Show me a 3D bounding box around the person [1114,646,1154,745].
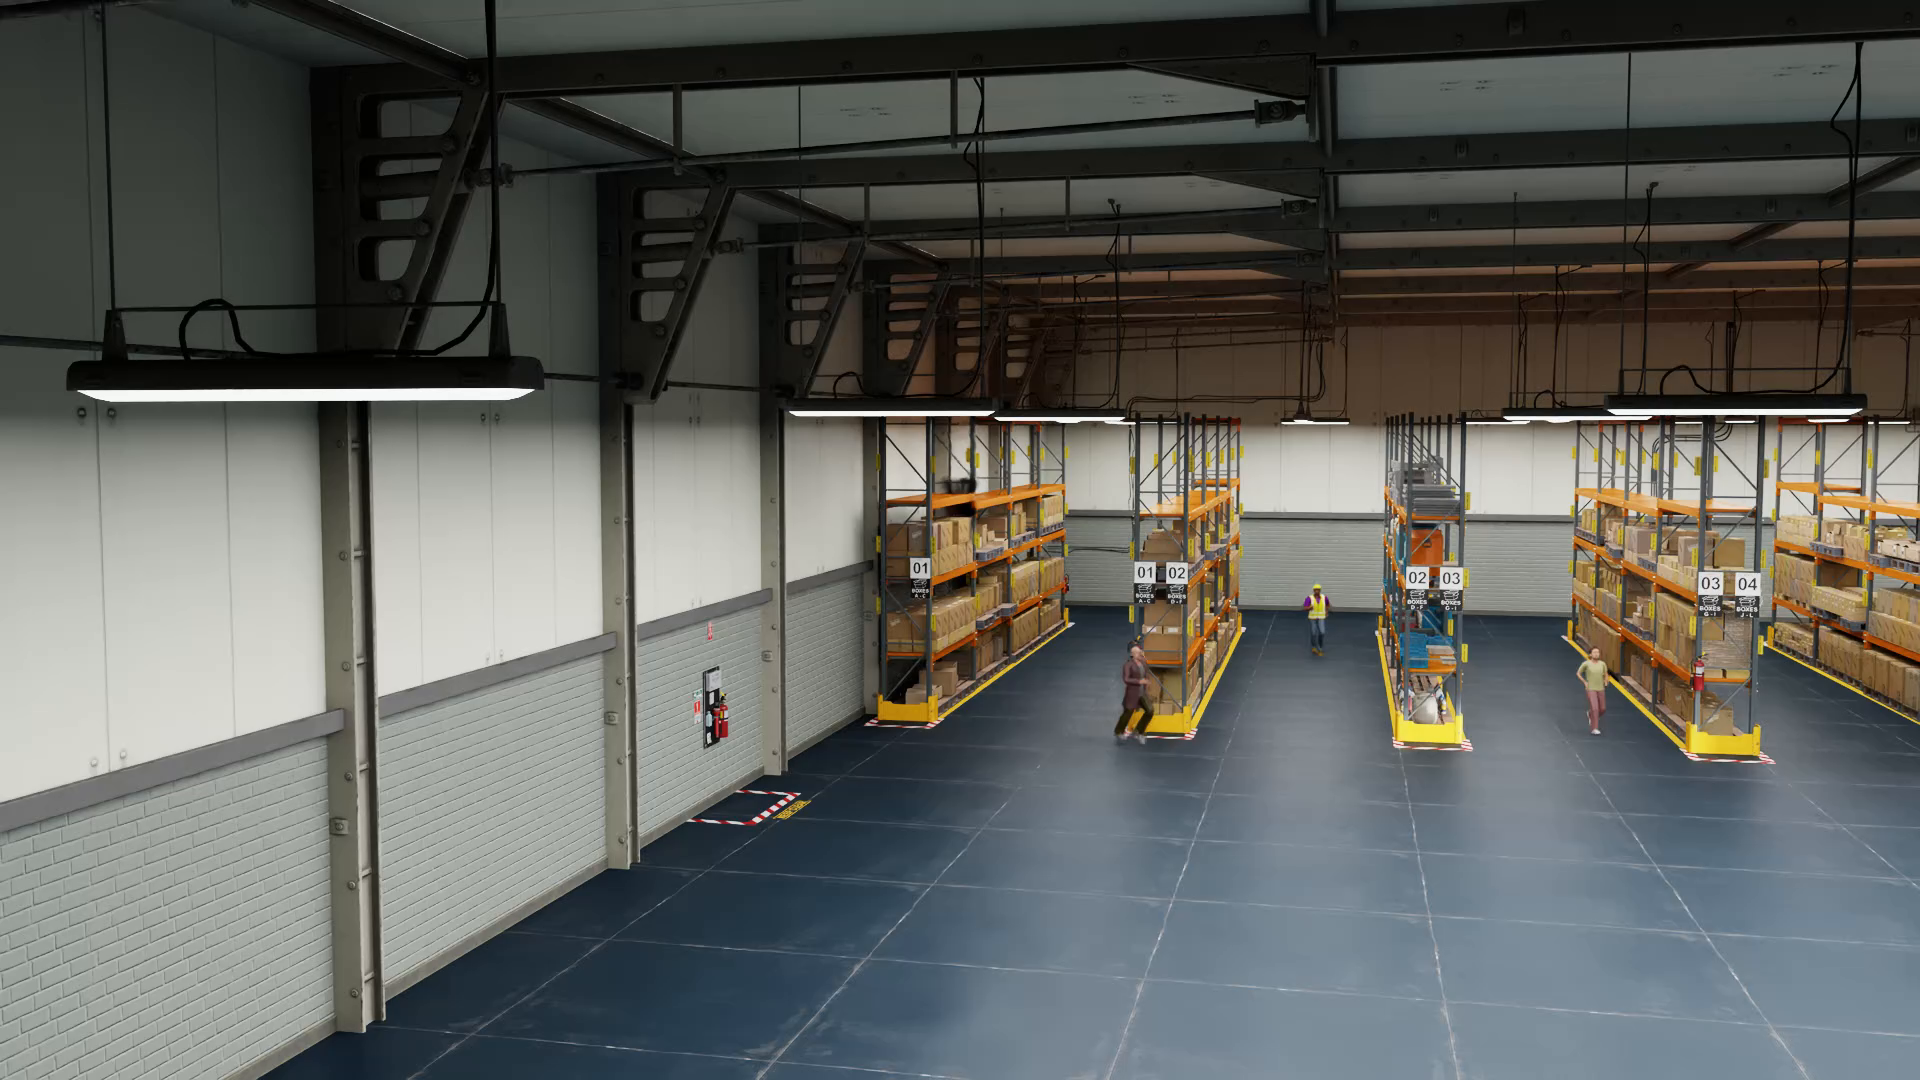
[{"bbox_3d":[3.189,2.804,30.052,0.727,1.787,0.943,-2,5,-32],"label":"person"}]

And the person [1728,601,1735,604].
[{"bbox_3d":[19.751,2.011,42.419,0.611,1.706,0.711,1,4,16],"label":"person"}]

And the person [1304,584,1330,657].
[{"bbox_3d":[8.964,2.017,41.741,0.671,1.823,0.723,0,4,6],"label":"person"}]

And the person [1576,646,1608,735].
[{"bbox_3d":[11.863,2.800,31.159,0.582,1.622,0.672,0,4,-1],"label":"person"}]
